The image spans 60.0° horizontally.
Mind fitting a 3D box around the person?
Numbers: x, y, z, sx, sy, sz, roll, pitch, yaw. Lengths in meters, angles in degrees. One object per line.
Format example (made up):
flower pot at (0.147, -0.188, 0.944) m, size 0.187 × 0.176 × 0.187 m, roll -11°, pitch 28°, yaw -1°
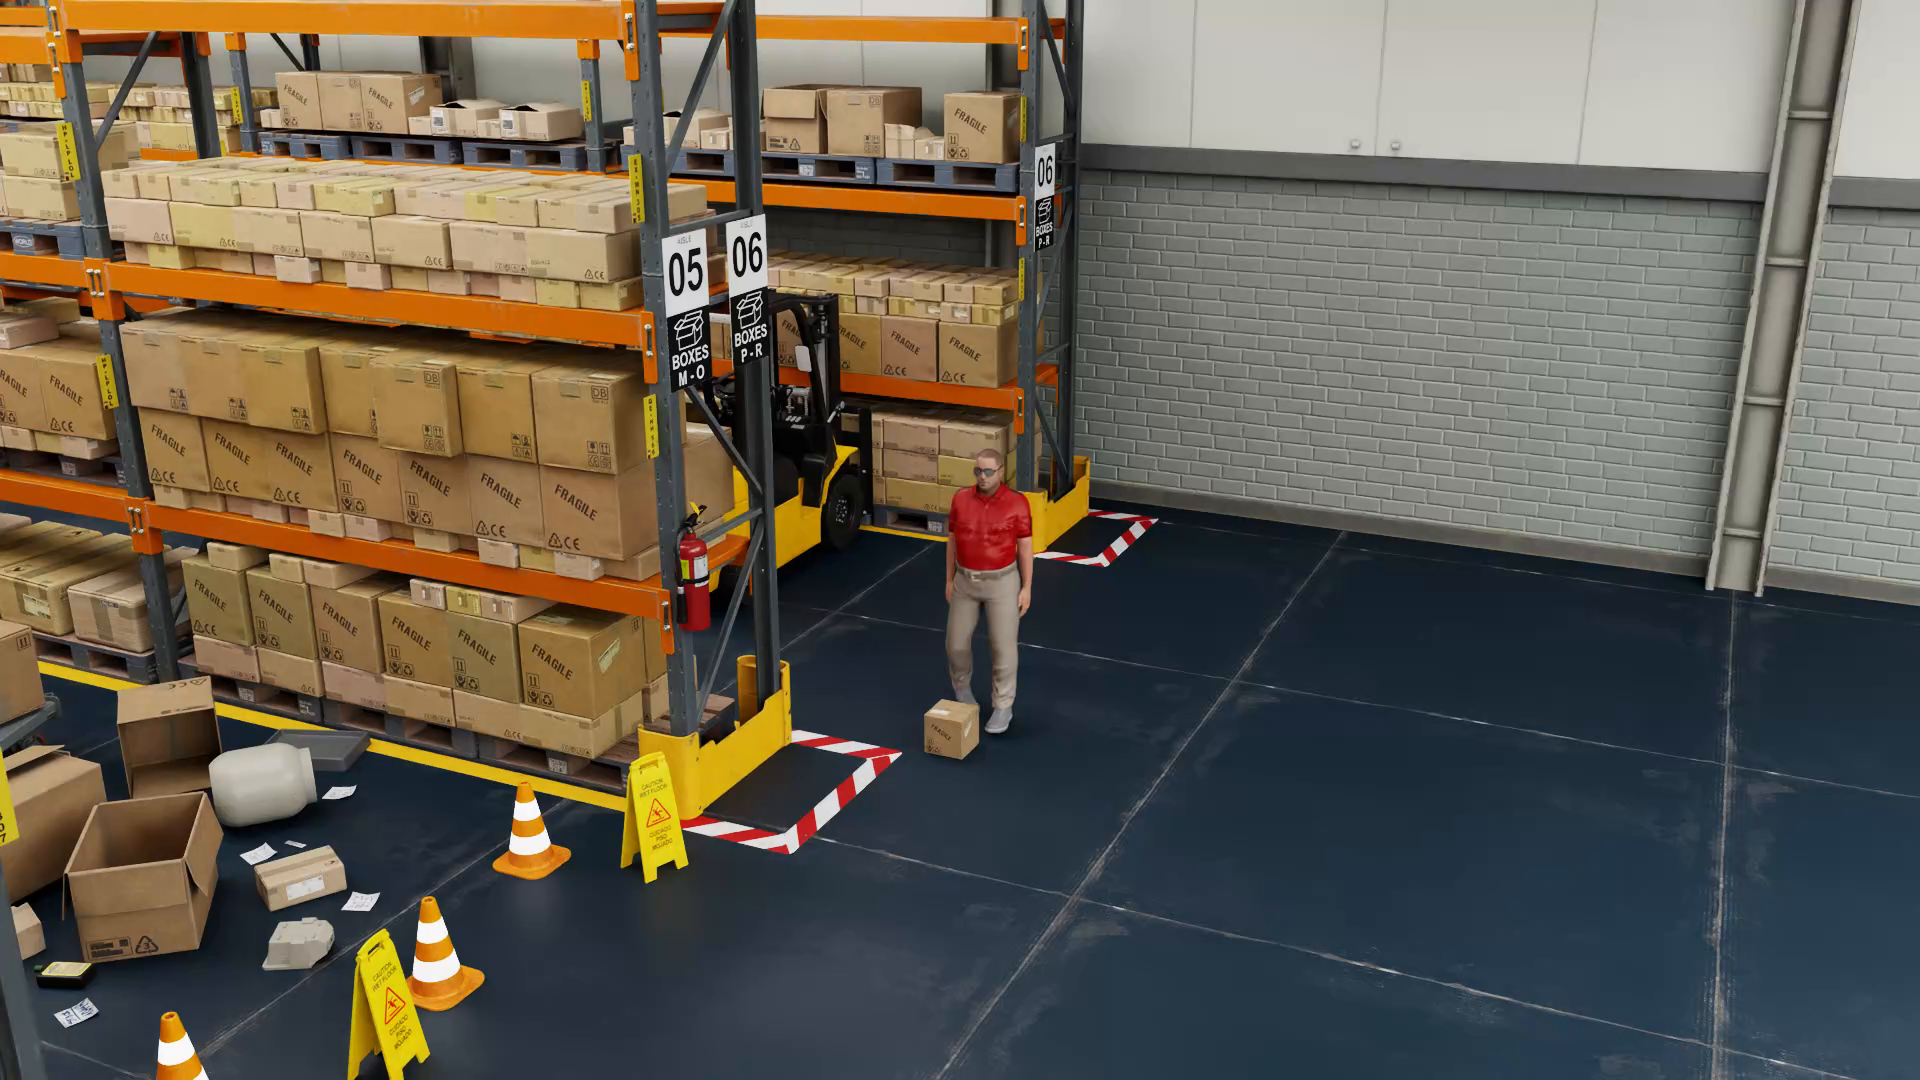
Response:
person at (0.161, 0.302, 10.217) m, size 0.555 × 1.741 × 0.551 m, roll 6°, pitch 20°, yaw 16°
